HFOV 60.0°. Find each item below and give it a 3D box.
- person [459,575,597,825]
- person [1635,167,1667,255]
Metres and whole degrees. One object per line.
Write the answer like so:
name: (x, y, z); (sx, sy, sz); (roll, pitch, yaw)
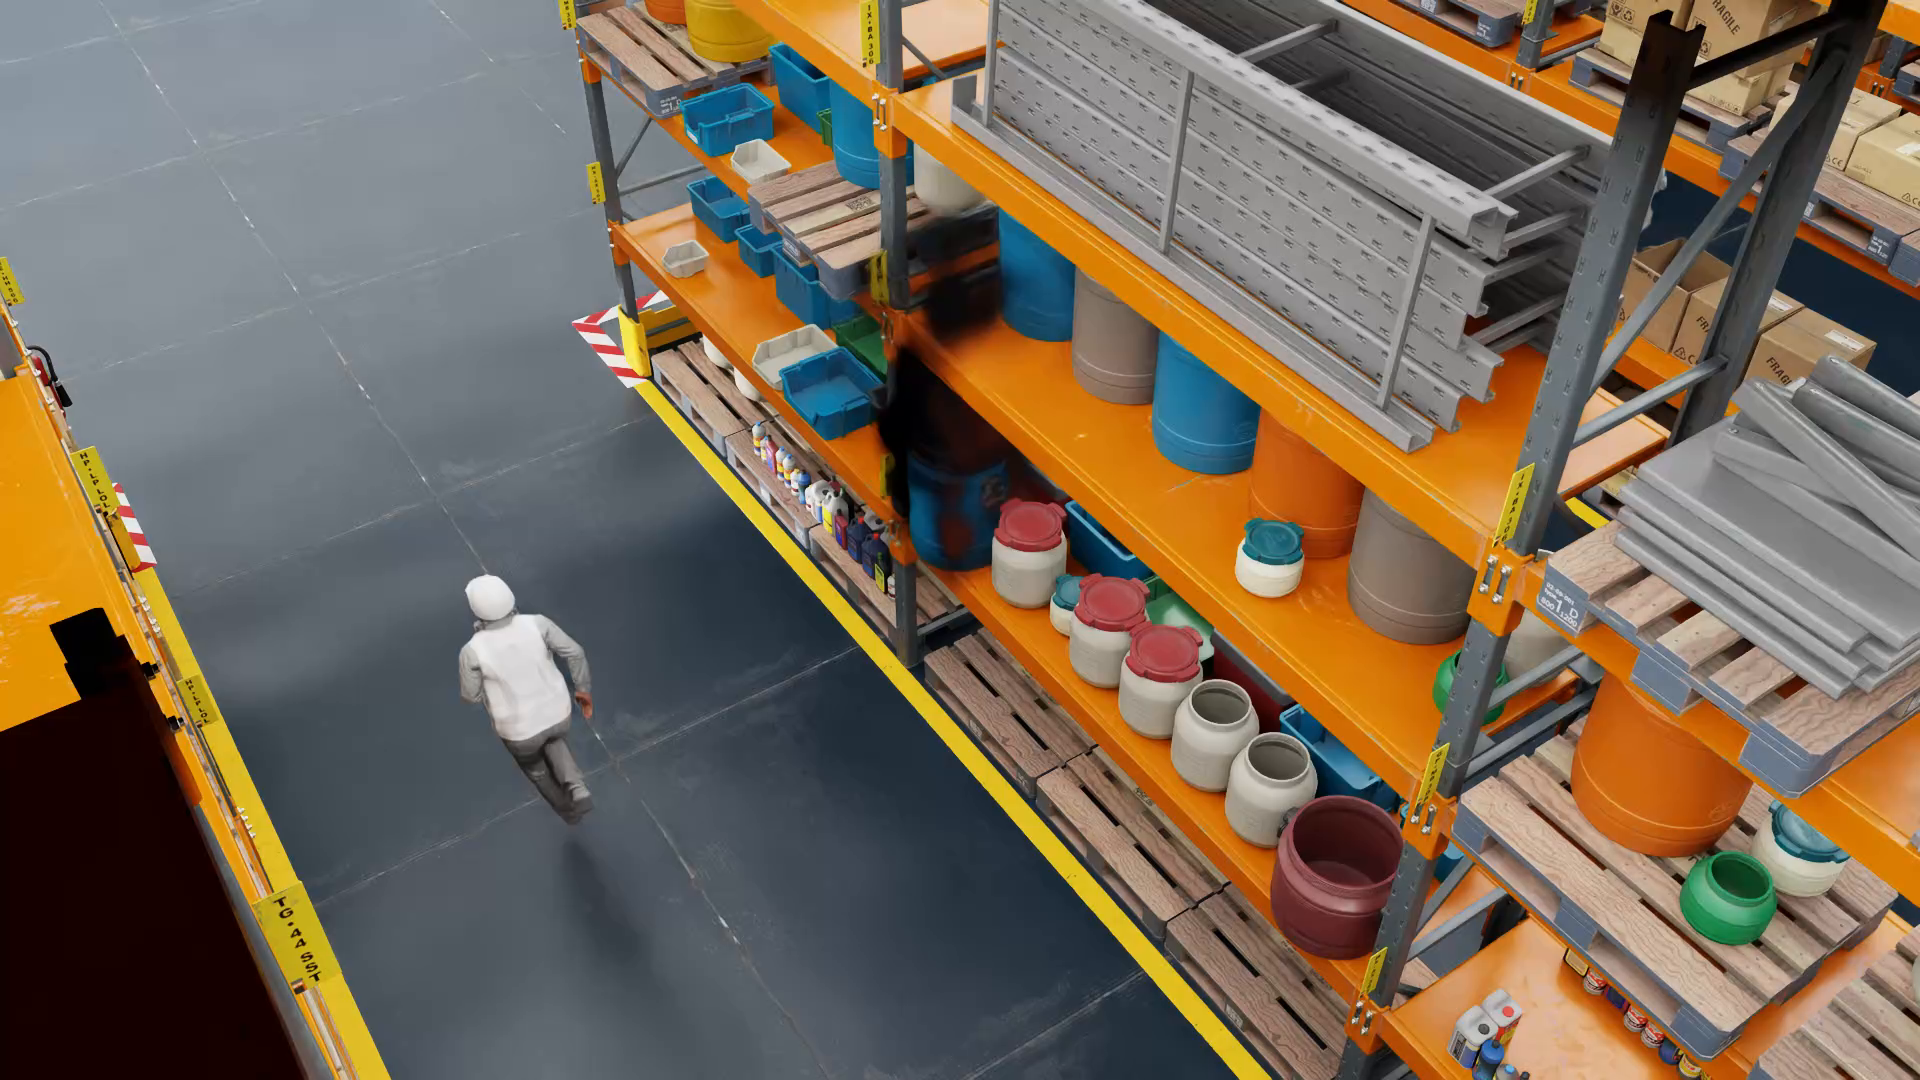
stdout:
person: (-2.328, 0.950, 9.068); (0.641, 1.716, 0.739); (-31, 51, -29)
person: (5.461, -2.553, 13.402); (0.546, 1.549, 0.584); (-34, 52, -31)
